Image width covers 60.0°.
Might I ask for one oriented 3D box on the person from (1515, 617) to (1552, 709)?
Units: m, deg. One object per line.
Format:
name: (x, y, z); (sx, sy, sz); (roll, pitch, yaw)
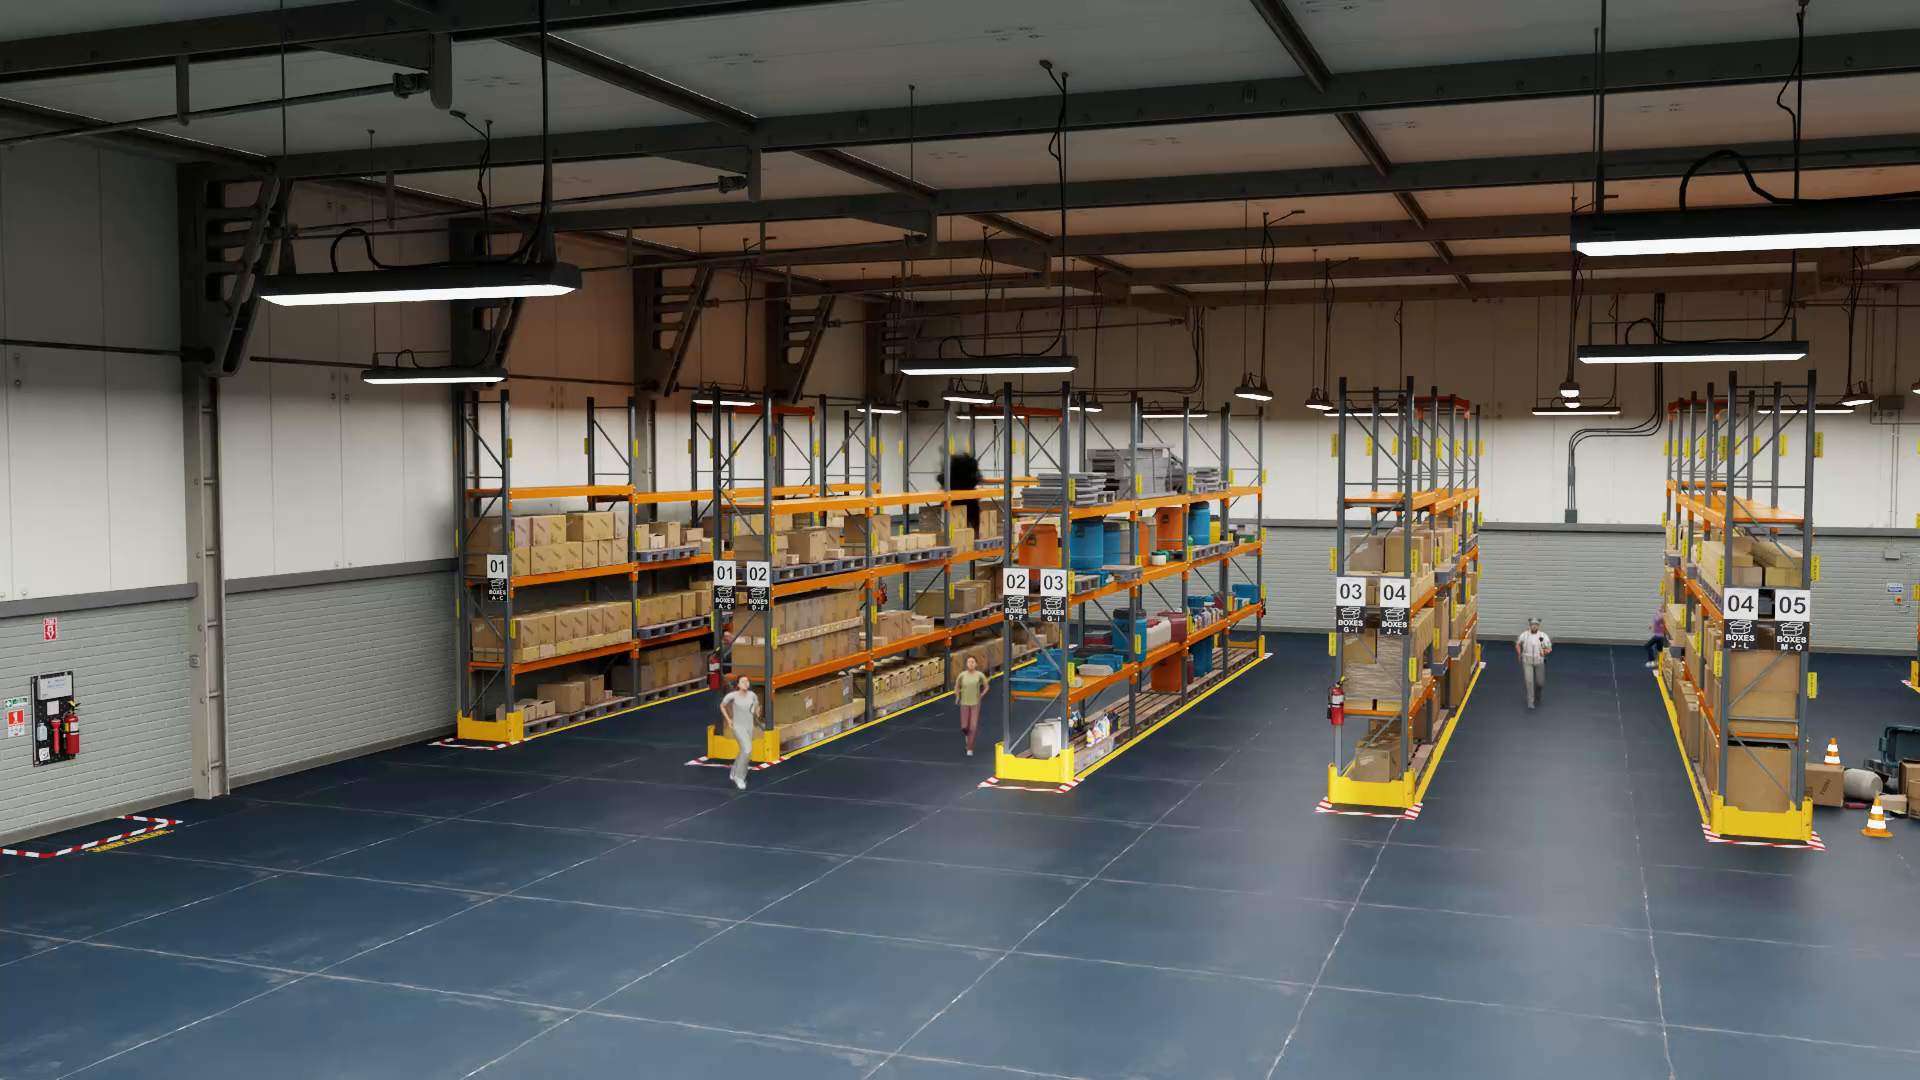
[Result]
person: (11.089, 2.355, 32.174); (0.674, 1.745, 0.808); (1, 3, 18)

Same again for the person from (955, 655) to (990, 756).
person: (0.191, 2.695, 27.243); (0.581, 1.626, 0.565); (0, 3, 6)

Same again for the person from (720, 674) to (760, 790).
person: (-3.213, 2.828, 24.569); (0.542, 1.692, 0.695); (-3, 4, -39)

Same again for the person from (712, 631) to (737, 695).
person: (-4.197, 2.502, 29.928); (0.645, 1.699, 0.619); (1, 3, 10)

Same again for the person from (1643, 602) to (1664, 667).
person: (15.935, 2.165, 37.925); (0.627, 1.541, 0.673); (2, 3, 26)
